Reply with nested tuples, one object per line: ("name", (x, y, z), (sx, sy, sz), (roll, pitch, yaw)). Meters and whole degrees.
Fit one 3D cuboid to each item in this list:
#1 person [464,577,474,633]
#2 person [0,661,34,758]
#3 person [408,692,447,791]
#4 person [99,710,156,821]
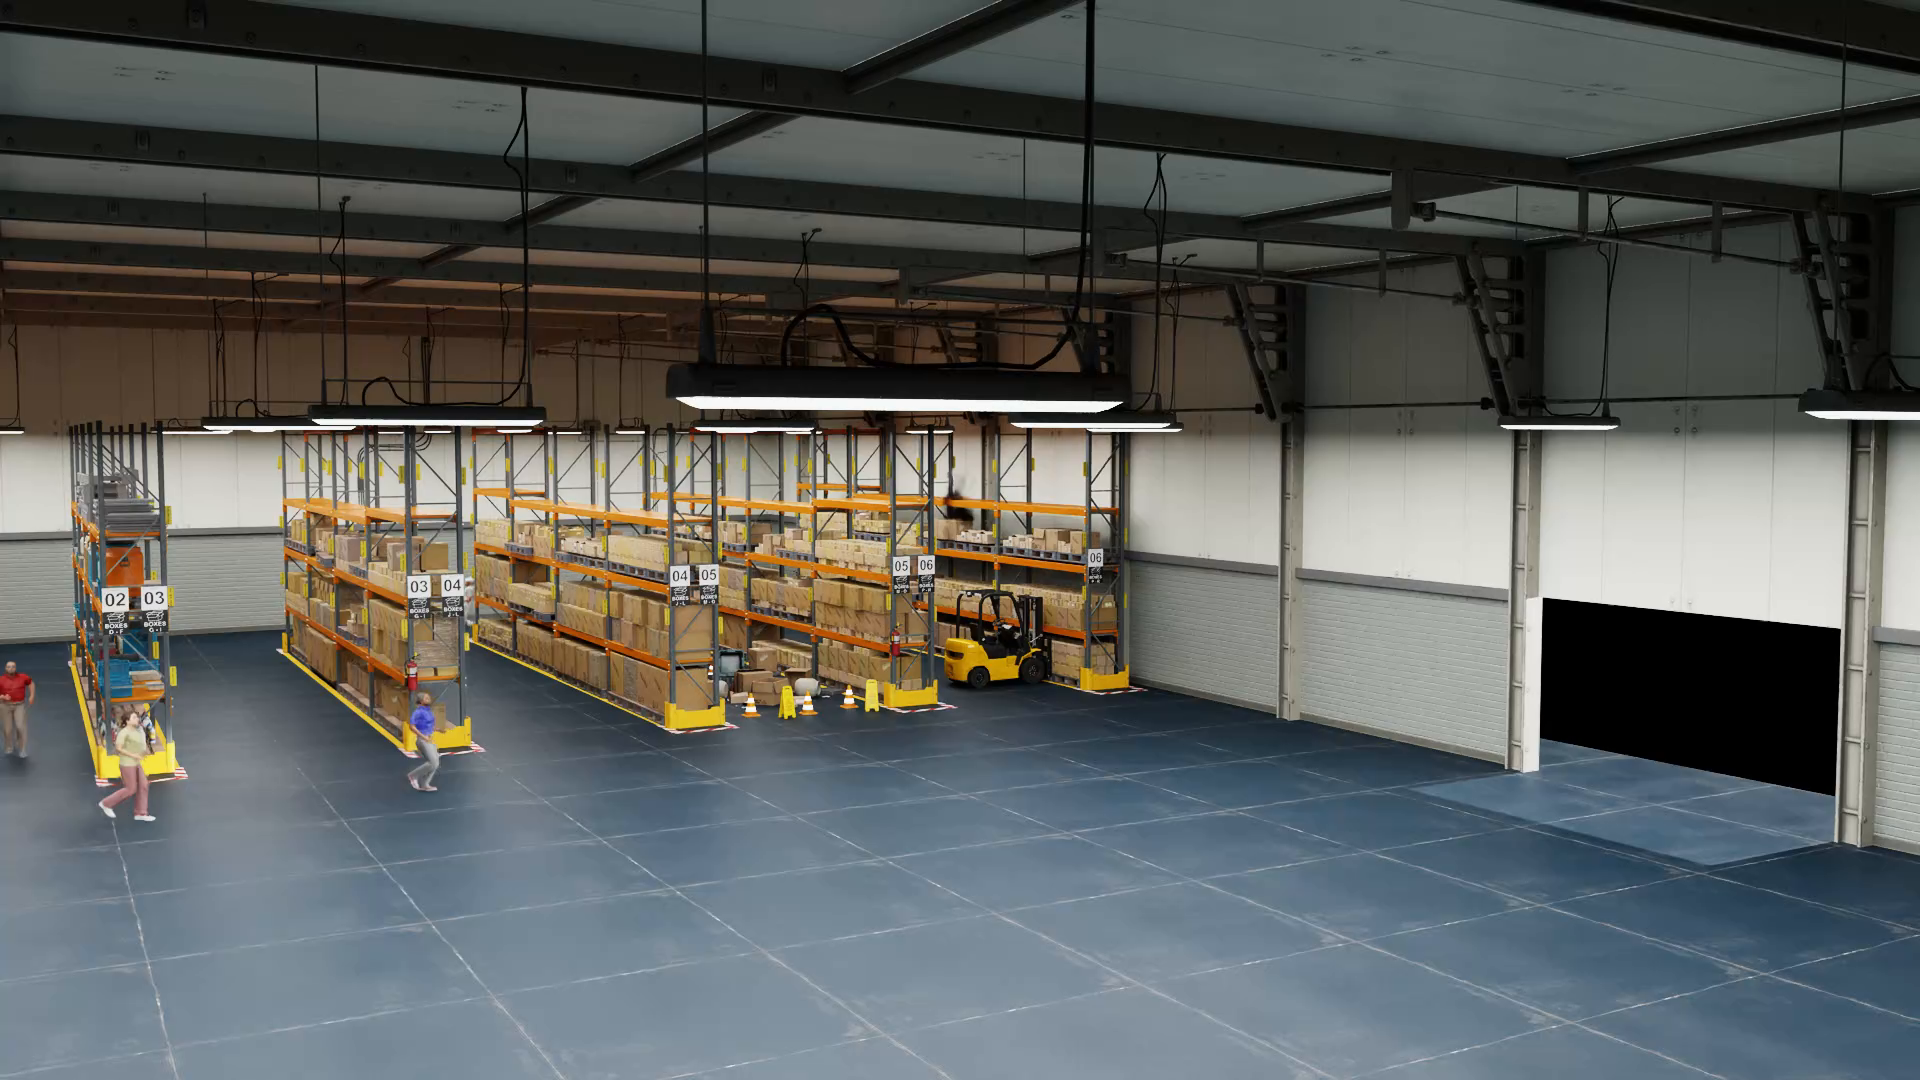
("person", (-14.272, 1.909, 47.824), (0.811, 1.720, 0.764), (-1, 4, -14))
("person", (-16.909, 3.050, 29.722), (0.677, 1.795, 0.741), (-2, 4, -32))
("person", (-8.606, 3.256, 26.848), (0.573, 1.607, 0.571), (0, 4, 1))
("person", (-12.413, 3.368, 24.790), (0.771, 1.668, 0.602), (0, 4, -5))
